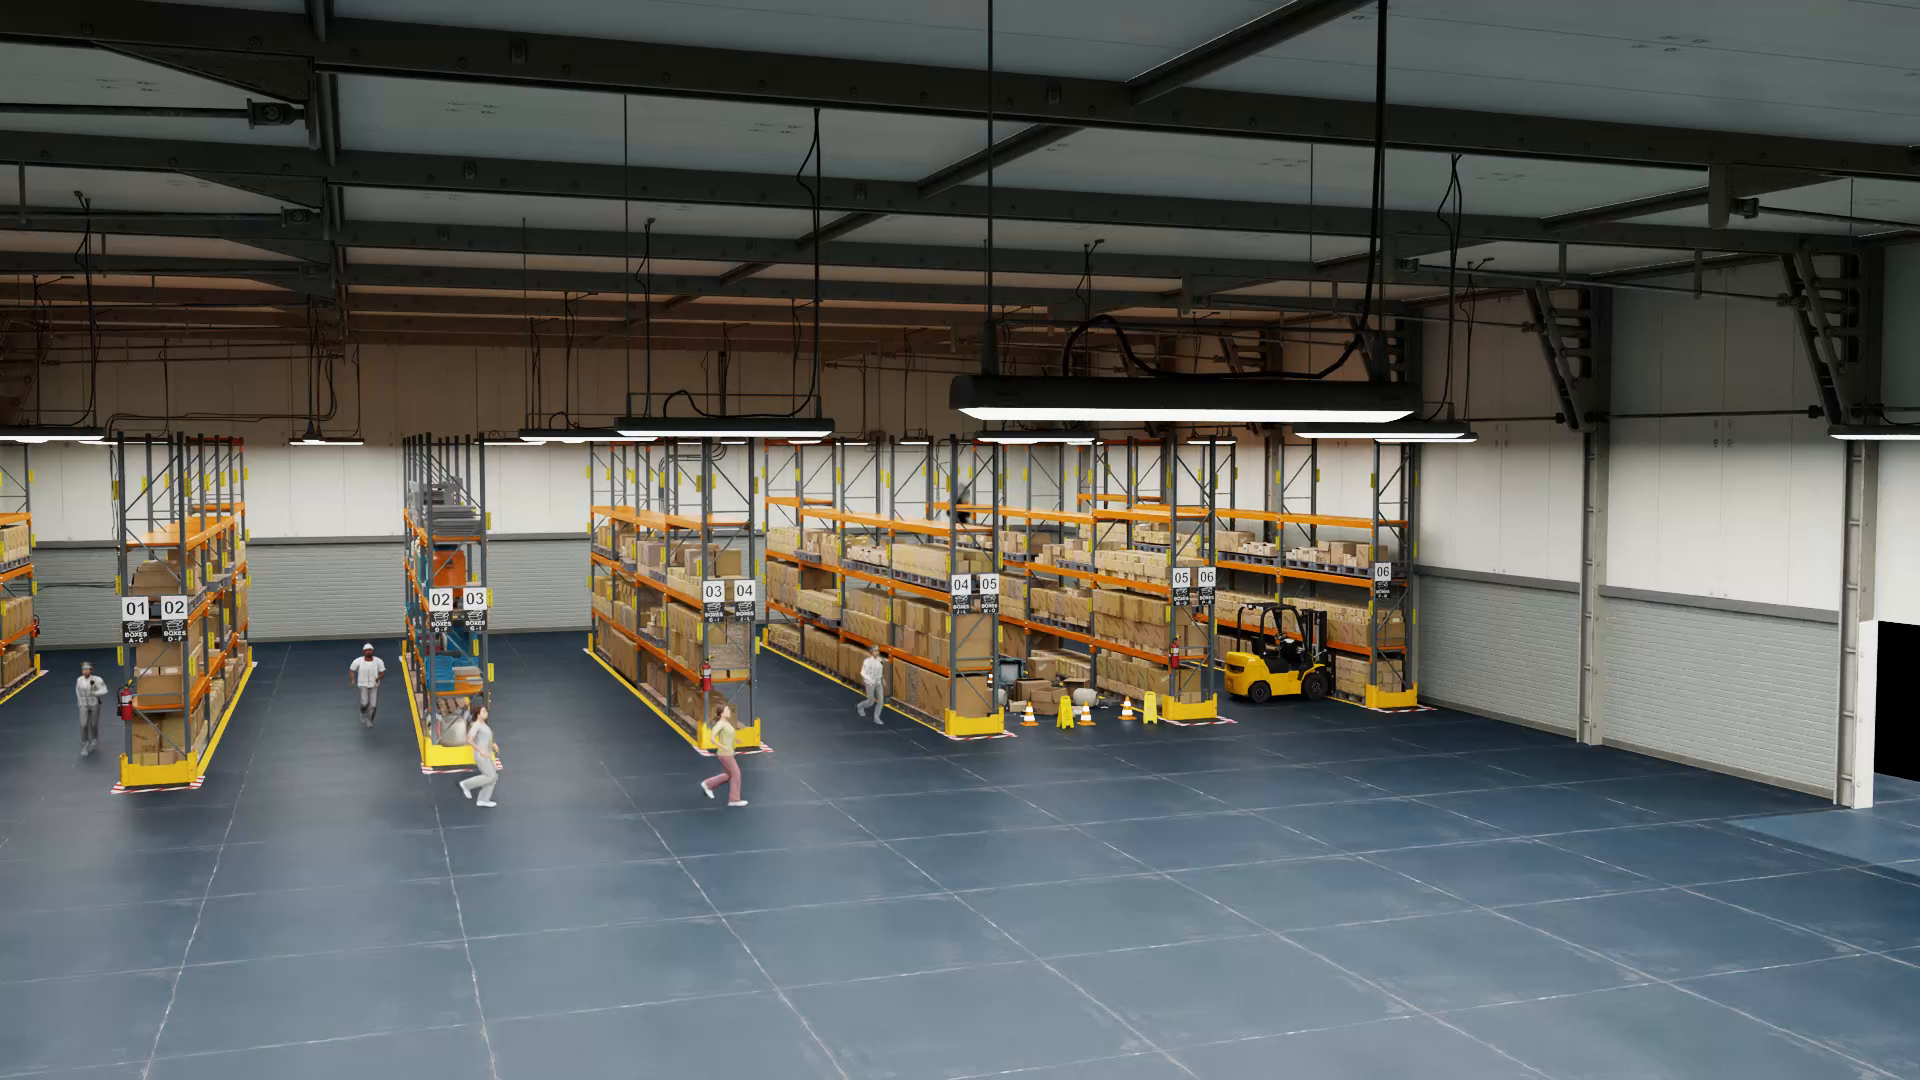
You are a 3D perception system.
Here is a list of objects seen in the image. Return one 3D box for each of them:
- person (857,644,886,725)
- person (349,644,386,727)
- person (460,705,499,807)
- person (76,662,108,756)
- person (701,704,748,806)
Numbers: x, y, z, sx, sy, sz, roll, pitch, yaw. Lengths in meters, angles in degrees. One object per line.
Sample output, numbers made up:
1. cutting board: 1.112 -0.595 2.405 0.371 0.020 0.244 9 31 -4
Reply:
1. person: -1.829 2.983 34.590 0.607 1.659 0.769 -2 4 -38
2. person: -12.055 2.978 33.888 0.695 1.720 0.583 -1 3 -24
3. person: -7.671 3.443 26.540 0.573 1.626 0.565 0 3 2
4. person: -16.341 3.142 31.279 0.592 1.732 0.852 -1 3 -16
5. person: -3.779 3.430 26.560 0.779 1.632 0.588 0 3 7
